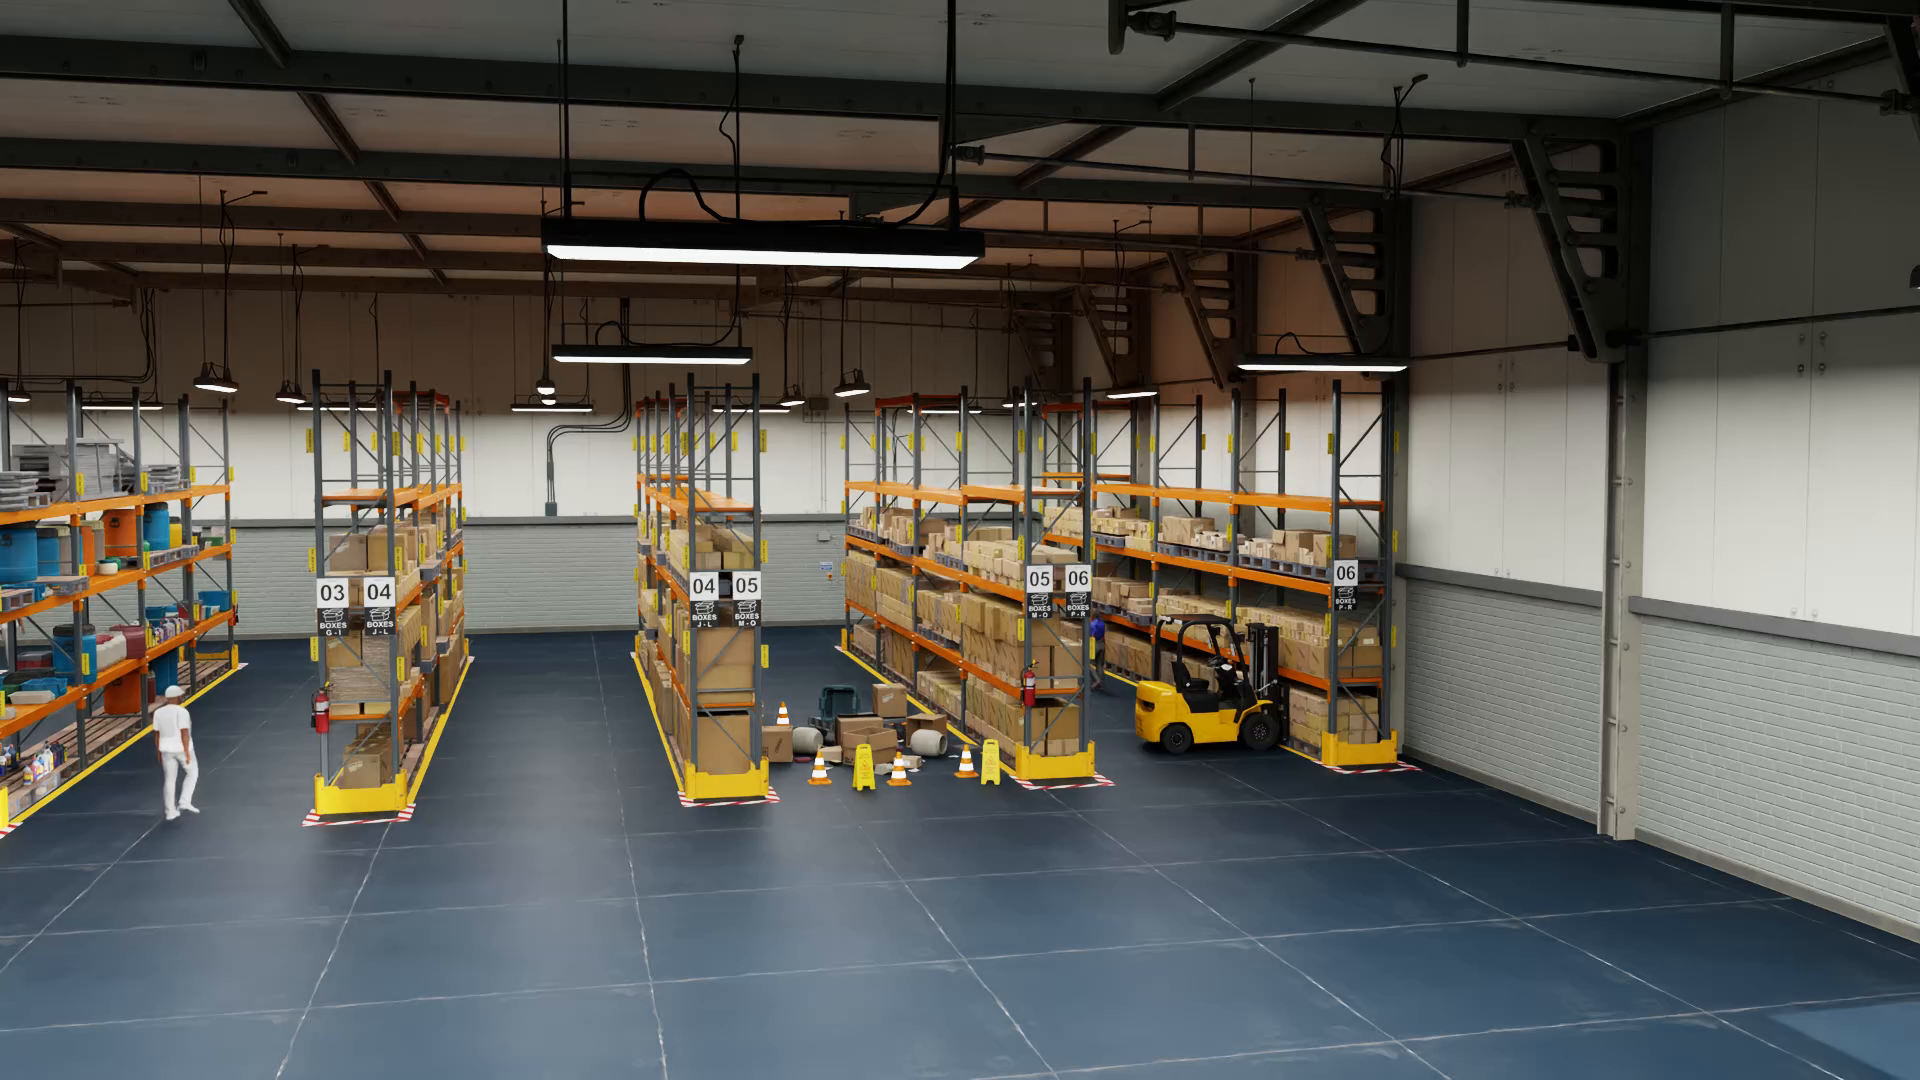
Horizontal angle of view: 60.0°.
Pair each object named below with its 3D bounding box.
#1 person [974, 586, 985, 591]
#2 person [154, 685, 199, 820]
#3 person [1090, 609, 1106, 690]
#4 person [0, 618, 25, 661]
[{"bbox_3d":[0.493,1.807,39.926,0.540,1.777,0.638,1,4,23],"label":"person"},{"bbox_3d":[-10.524,2.824,22.246,0.567,1.743,0.528,0,3,-3],"label":"person"},{"bbox_3d":[2.780,2.229,33.818,0.427,1.643,0.503,3,4,41],"label":"person"},{"bbox_3d":[-21.572,1.990,37.753,1.068,1.612,0.486,3,4,43],"label":"person"}]
